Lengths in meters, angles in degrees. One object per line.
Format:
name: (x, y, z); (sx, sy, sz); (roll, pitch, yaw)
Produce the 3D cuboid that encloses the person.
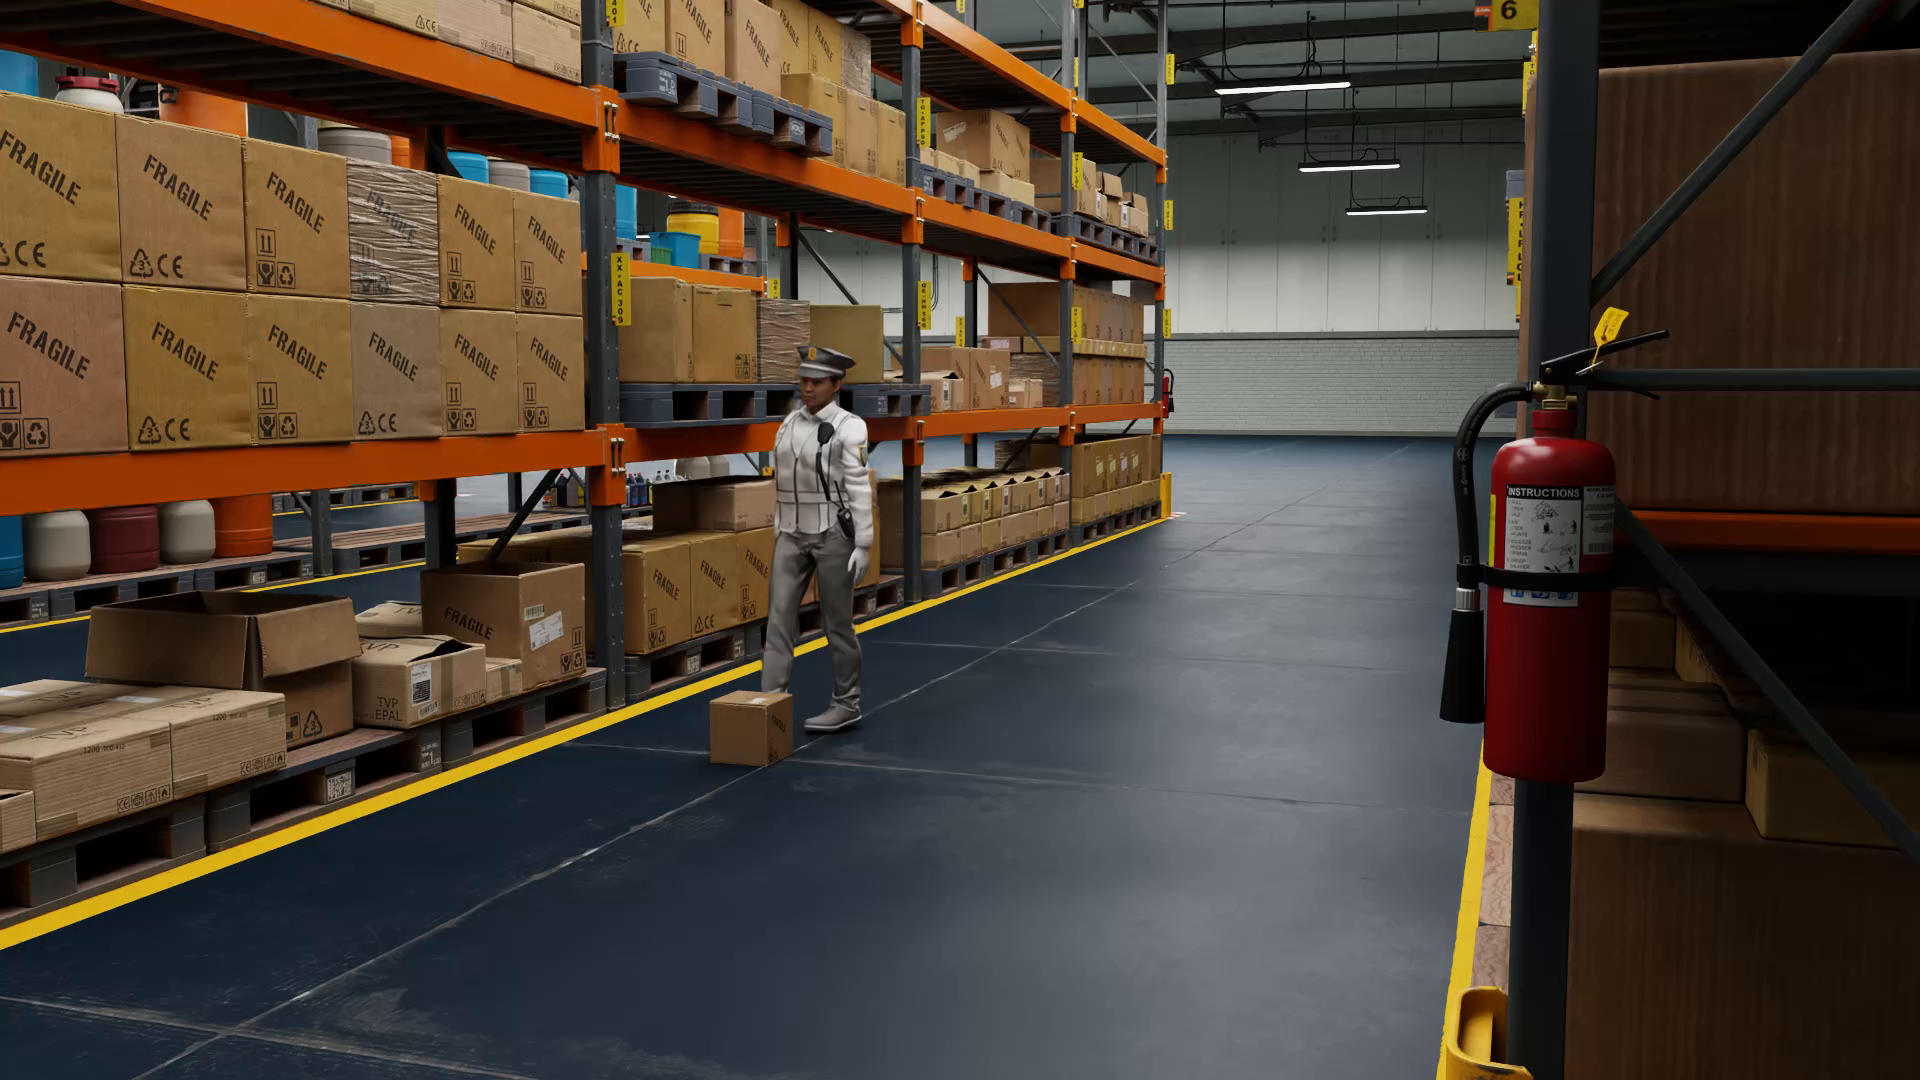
person: (-0.663, 0.015, 6.988); (0.516, 1.656, 0.719); (3, 6, 31)
